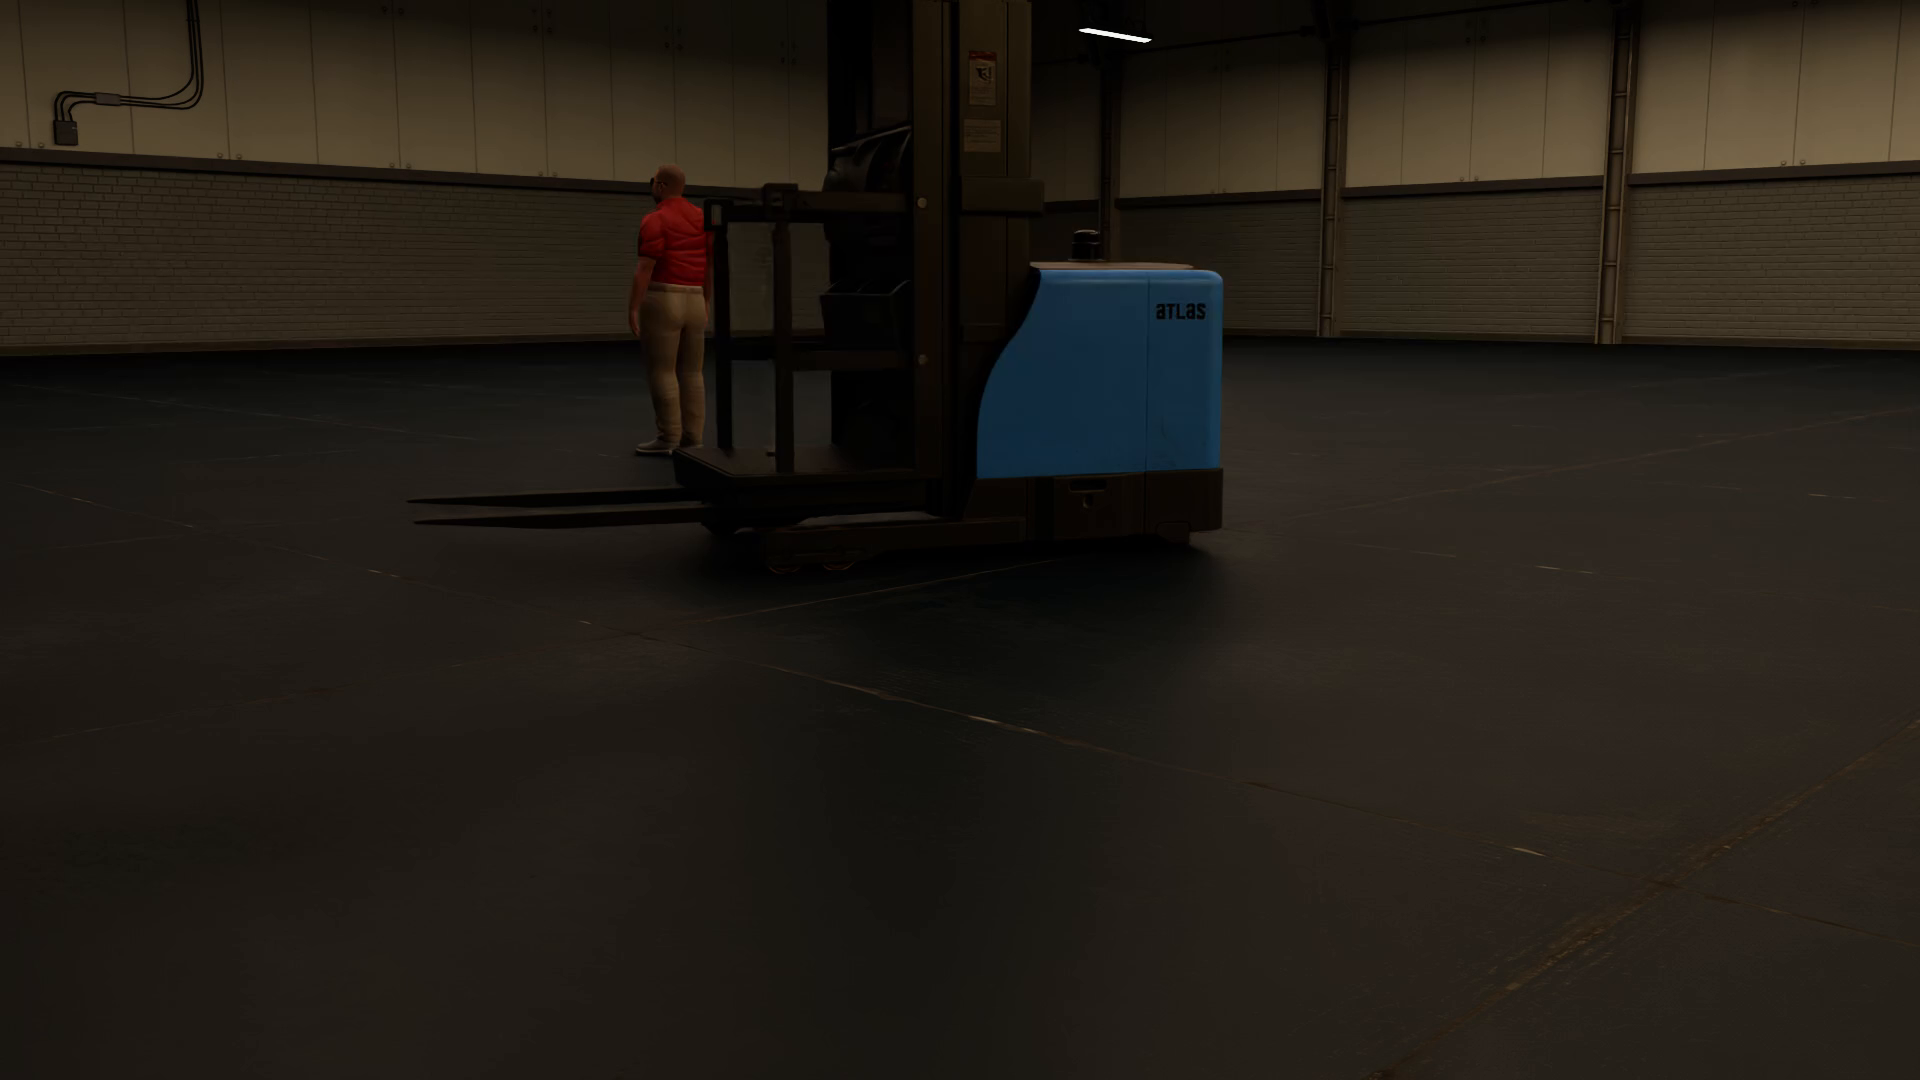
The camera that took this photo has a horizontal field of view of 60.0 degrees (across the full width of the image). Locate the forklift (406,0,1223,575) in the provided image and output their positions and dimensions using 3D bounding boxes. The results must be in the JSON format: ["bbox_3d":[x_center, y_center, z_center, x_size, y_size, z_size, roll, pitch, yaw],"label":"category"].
[{"bbox_3d":[-0.542,-1.414,6.263,3.031,2.935,1.130,-3,9,-20],"label":"forklift"}]

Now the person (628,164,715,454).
[{"bbox_3d":[-1.798,-1.386,10.085,0.540,1.731,0.629,7,11,40],"label":"person"}]
